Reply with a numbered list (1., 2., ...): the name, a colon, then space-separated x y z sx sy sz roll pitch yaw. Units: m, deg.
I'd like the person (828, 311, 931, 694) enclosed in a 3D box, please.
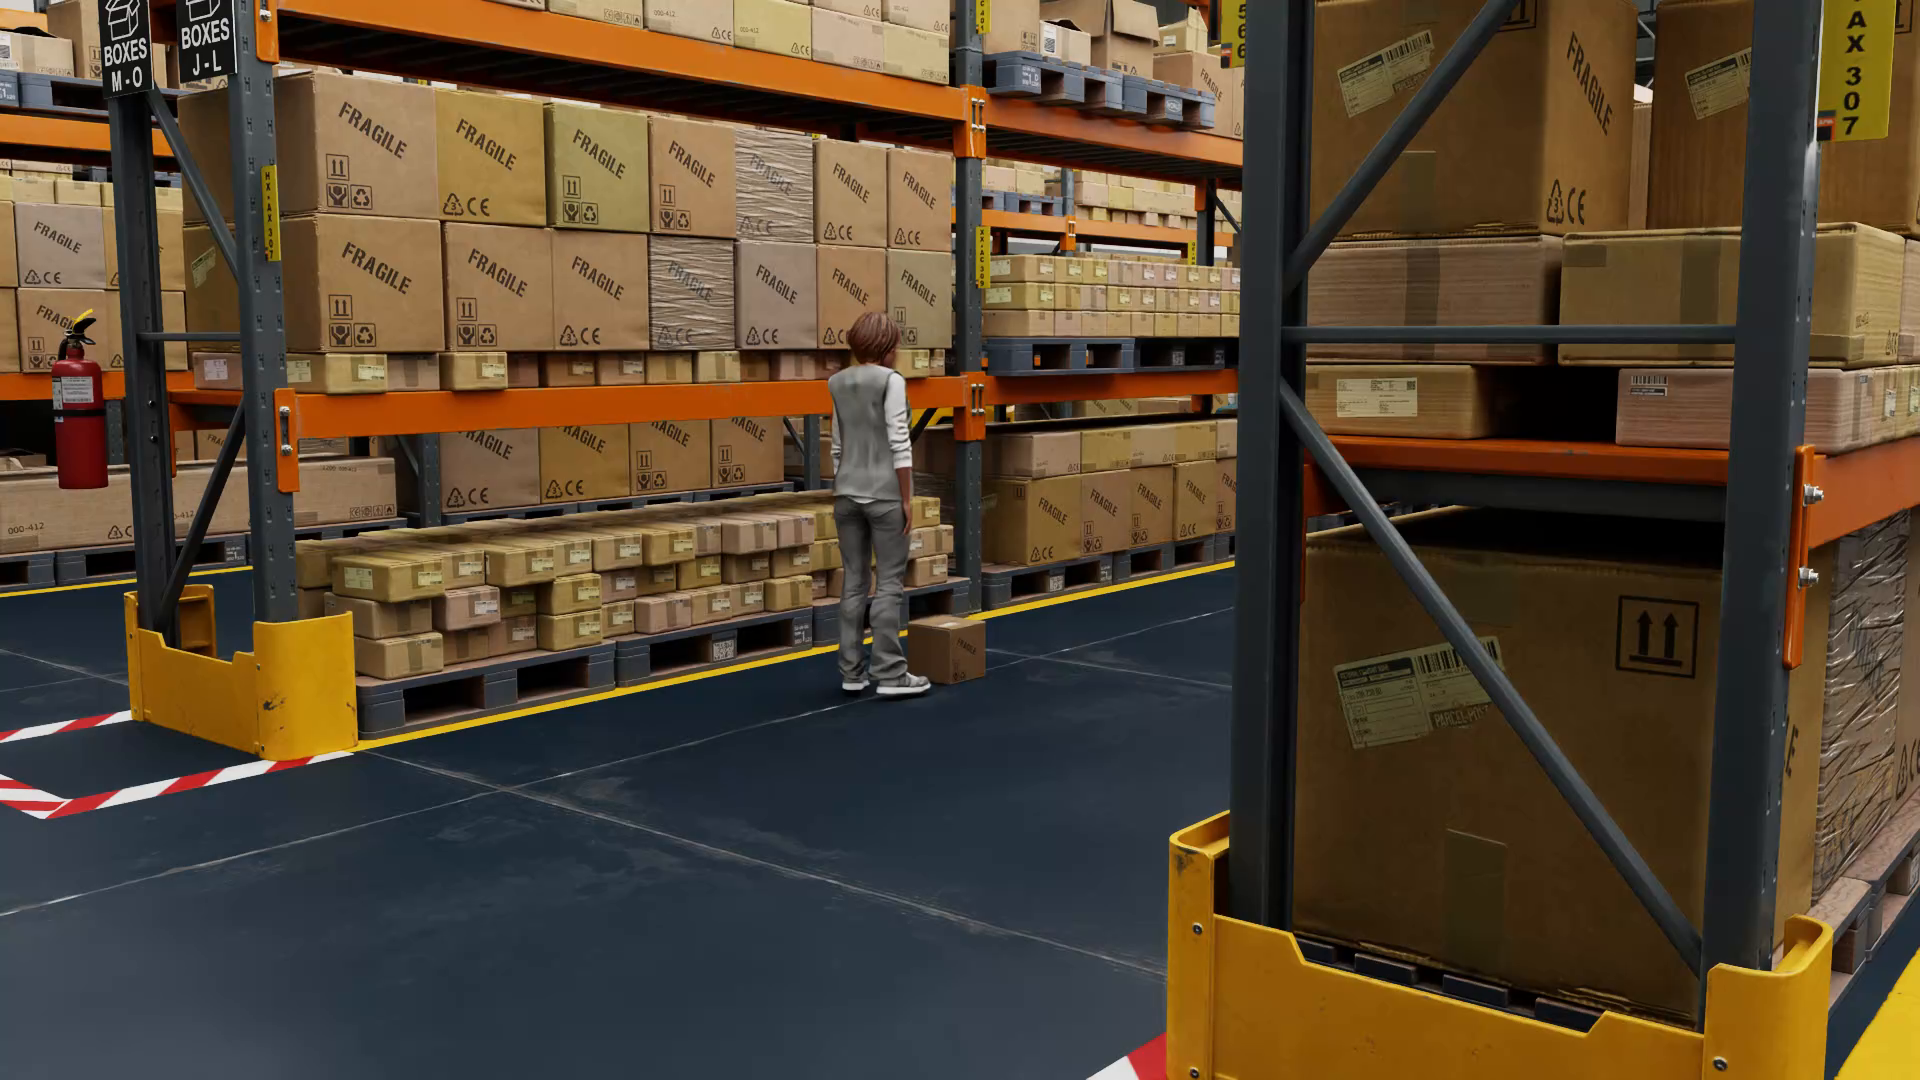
1. person: -0.365 -0.152 6.972 0.430 1.601 0.311 4 8 32
